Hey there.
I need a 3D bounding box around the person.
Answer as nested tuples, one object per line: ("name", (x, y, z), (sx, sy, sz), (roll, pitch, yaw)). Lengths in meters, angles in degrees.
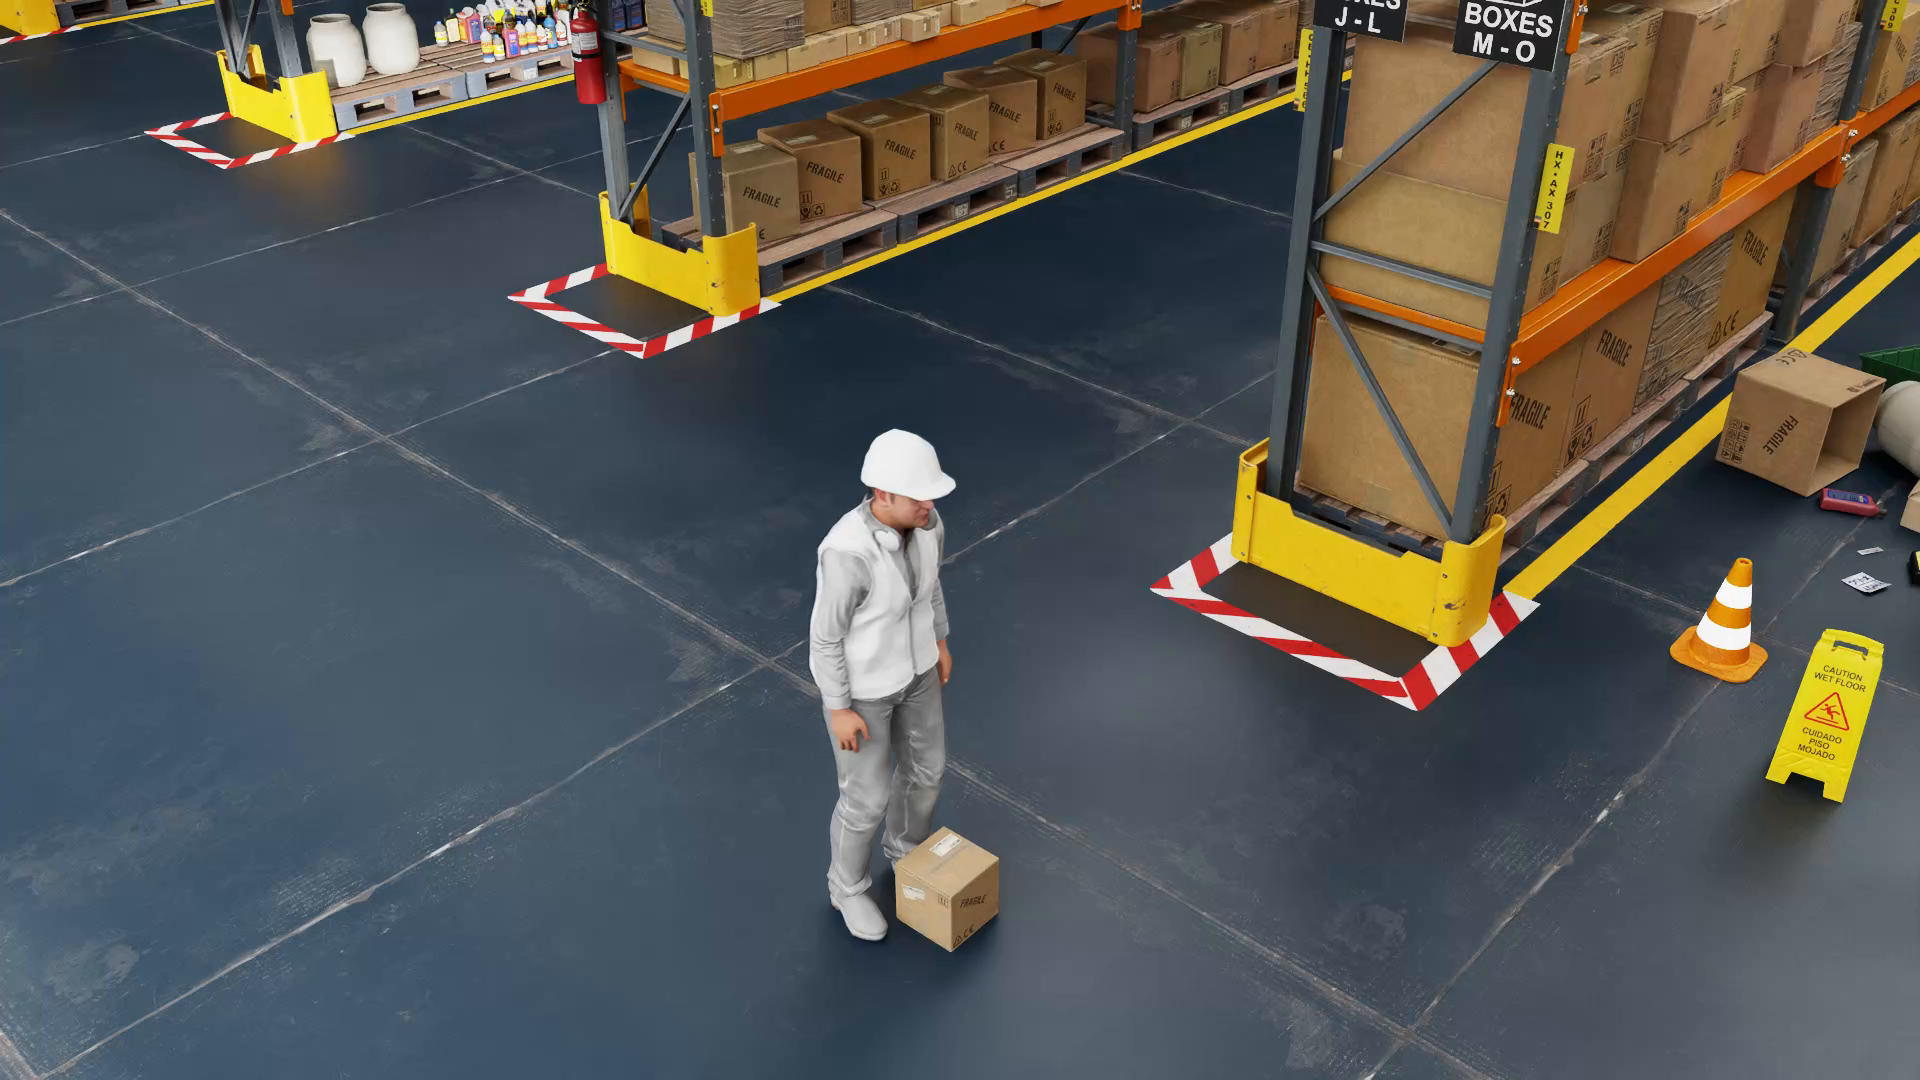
("person", (-0.231, 0.438, 5.382), (0.473, 1.771, 0.594), (23, 38, 32))
